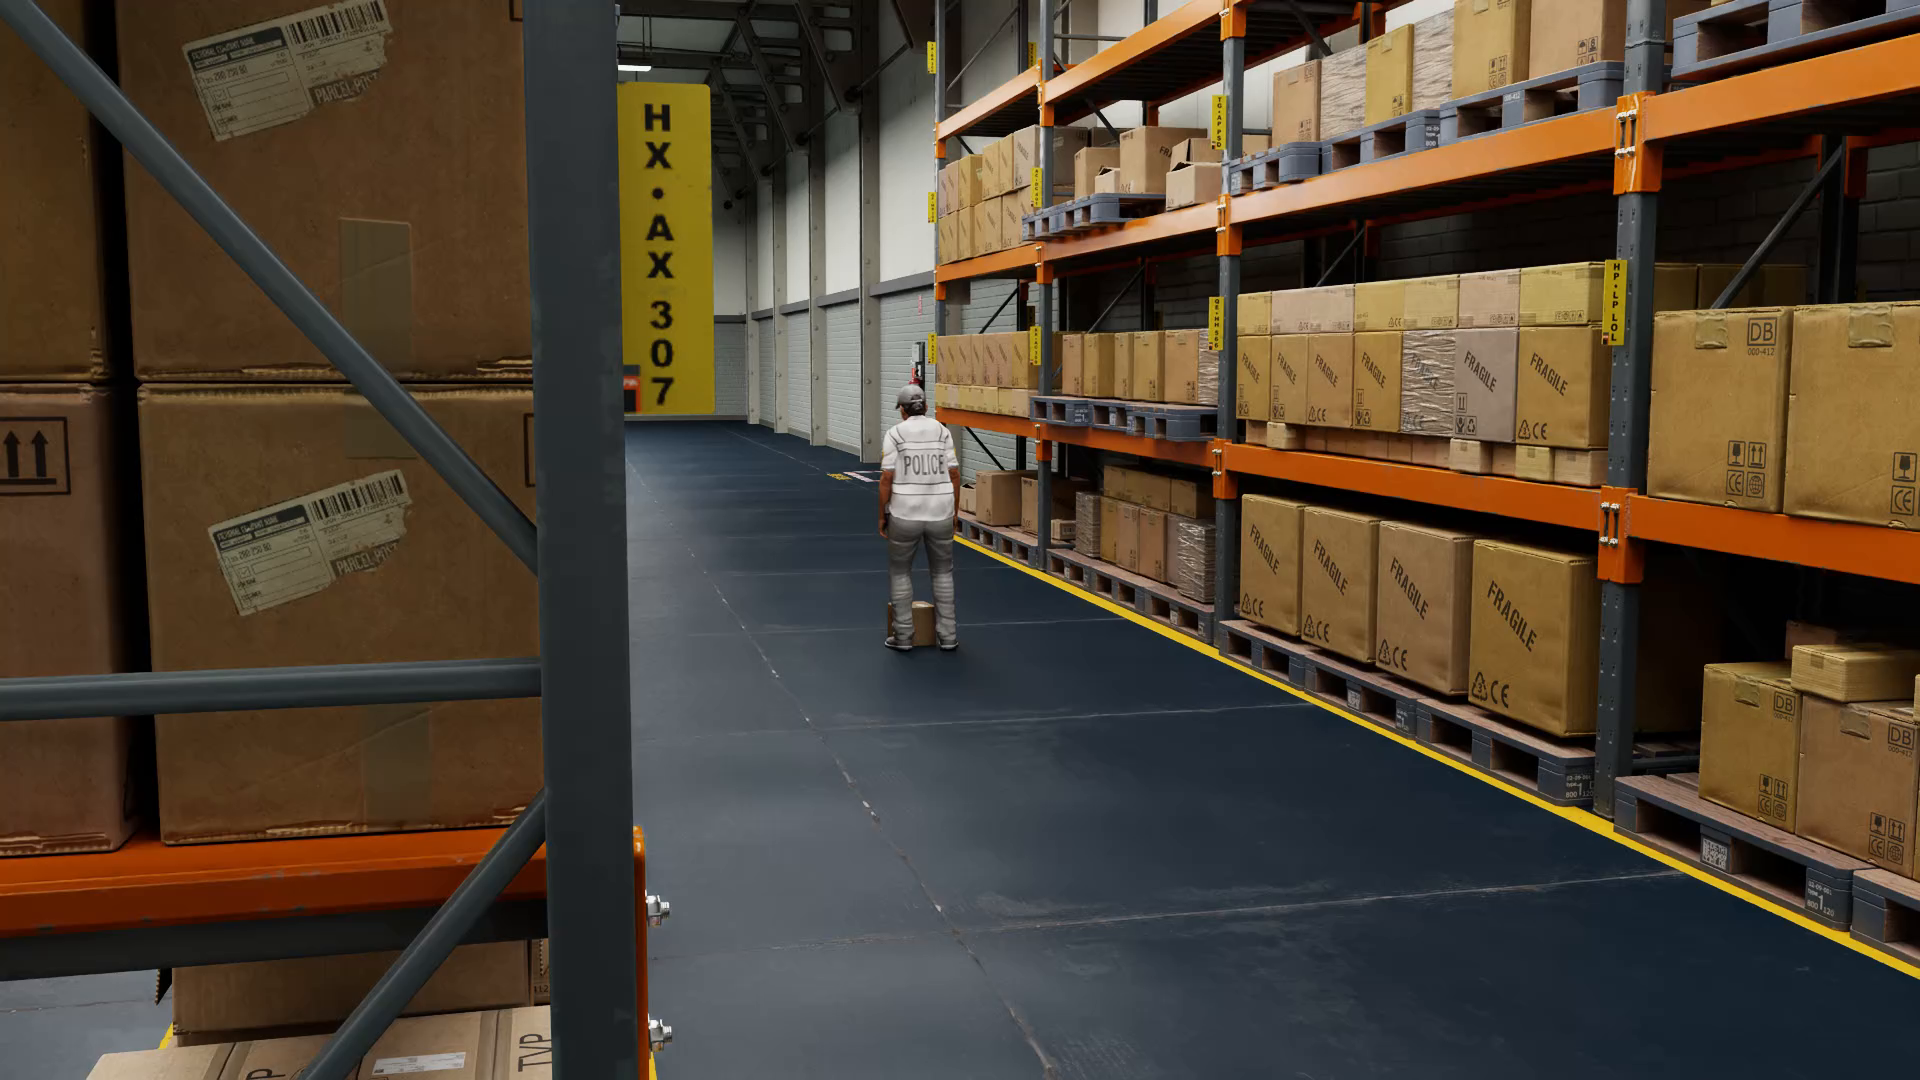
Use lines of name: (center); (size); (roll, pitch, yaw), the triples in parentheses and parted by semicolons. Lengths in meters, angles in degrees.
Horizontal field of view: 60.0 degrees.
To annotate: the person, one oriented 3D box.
person: (-0.255, -0.138, 10.422); (0.543, 1.665, 0.466); (-2, 6, -16)
